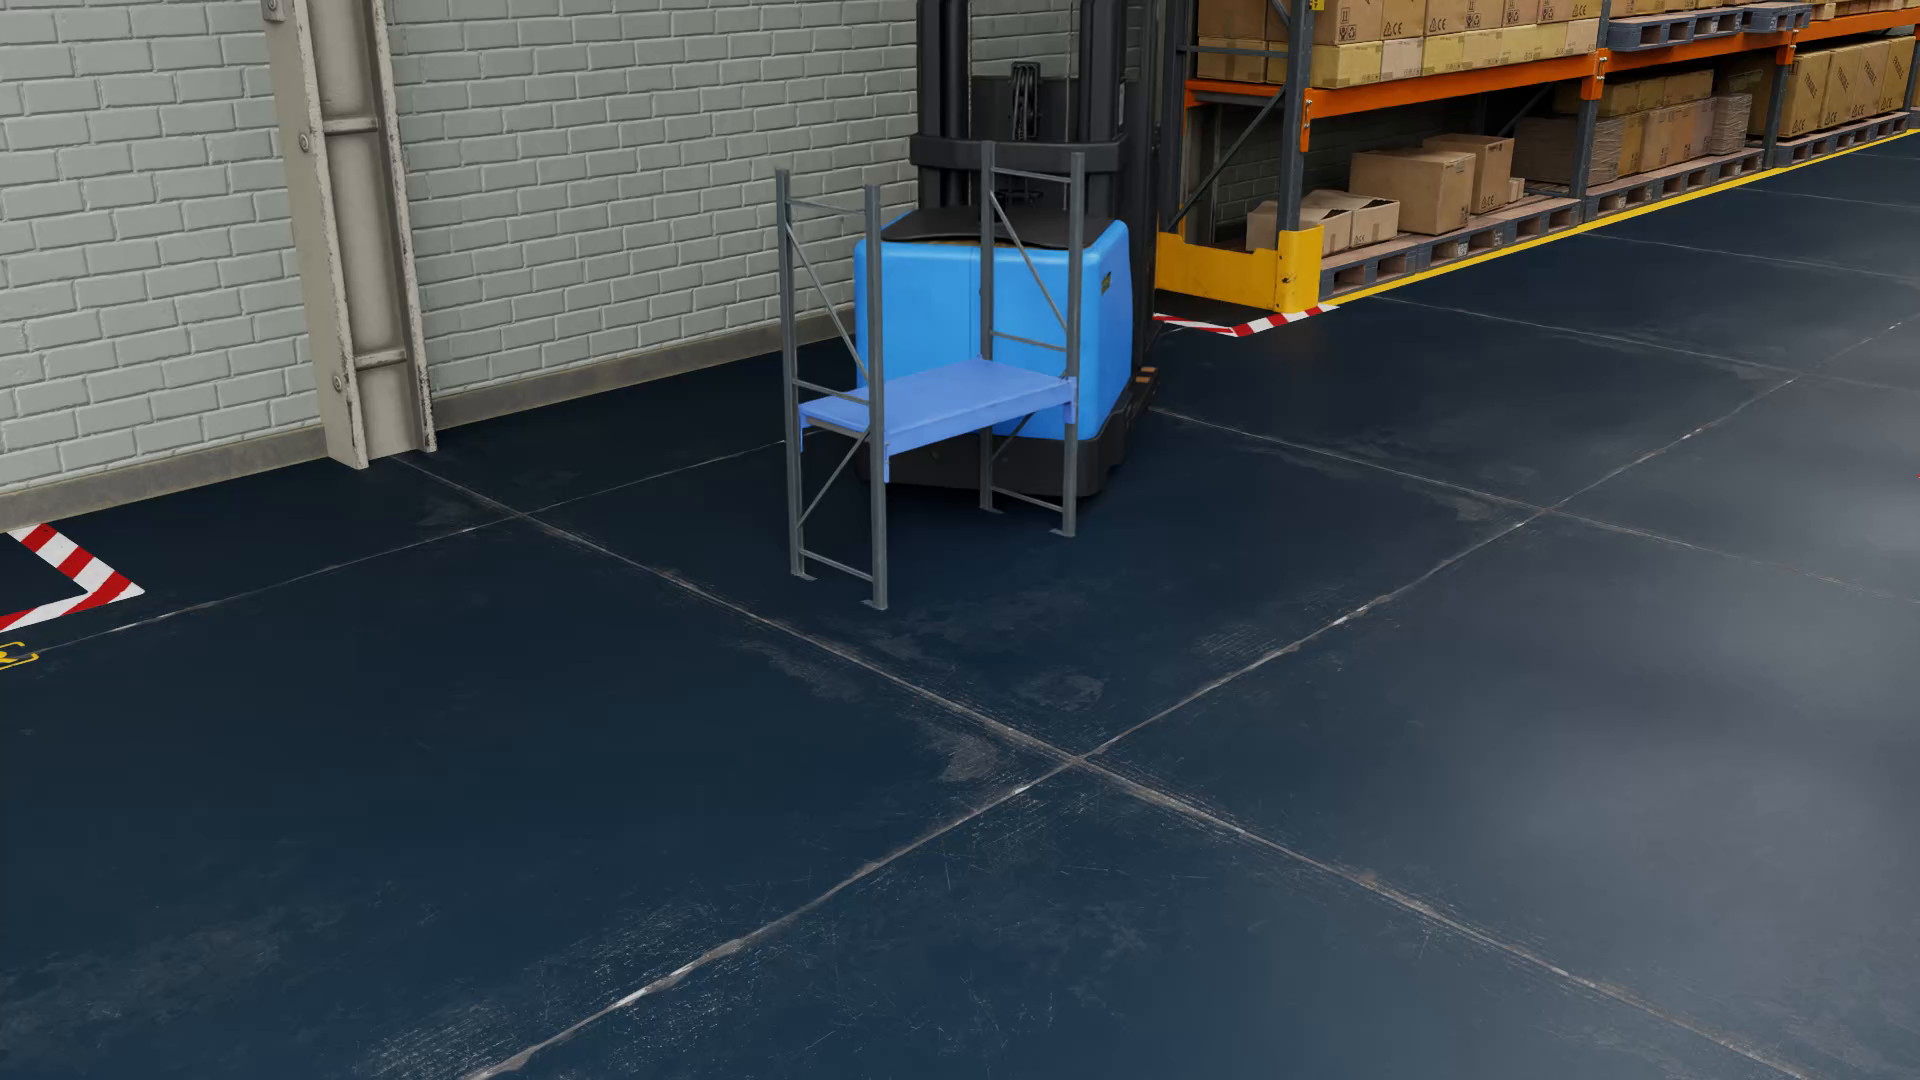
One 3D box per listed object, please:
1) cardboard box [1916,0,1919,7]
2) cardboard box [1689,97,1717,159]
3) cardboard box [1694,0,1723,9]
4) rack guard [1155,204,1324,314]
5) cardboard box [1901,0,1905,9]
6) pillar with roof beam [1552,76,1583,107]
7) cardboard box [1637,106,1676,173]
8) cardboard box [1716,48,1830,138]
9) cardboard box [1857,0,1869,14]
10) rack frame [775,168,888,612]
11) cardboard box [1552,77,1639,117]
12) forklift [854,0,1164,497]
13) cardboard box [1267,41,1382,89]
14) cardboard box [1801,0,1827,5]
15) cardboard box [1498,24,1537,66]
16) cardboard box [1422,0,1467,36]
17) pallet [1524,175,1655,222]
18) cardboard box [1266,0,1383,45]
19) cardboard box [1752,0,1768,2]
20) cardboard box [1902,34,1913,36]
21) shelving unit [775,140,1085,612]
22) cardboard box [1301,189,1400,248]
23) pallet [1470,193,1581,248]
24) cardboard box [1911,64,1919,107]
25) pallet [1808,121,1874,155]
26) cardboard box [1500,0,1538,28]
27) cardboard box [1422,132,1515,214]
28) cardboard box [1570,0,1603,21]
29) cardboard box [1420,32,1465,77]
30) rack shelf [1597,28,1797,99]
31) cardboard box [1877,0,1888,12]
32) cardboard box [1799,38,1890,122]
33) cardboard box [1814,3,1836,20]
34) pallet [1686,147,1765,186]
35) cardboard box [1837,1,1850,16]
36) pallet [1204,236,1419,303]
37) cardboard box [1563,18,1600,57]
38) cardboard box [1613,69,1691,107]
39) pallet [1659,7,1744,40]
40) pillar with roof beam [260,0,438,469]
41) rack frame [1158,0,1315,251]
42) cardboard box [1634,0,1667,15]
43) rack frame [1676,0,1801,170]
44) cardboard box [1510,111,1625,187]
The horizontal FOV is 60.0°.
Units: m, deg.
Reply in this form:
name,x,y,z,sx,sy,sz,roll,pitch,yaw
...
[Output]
name,x,y,z,sx,sy,sz,roll,pitch,yaw
cardboard box,10.007,-5.767,17.720,0.380,0.149,0.250,20,28,41
cardboard box,6.342,-3.742,14.999,0.700,0.500,0.500,19,28,41
cardboard box,6.075,-4.807,14.149,0.700,0.500,0.500,19,28,41
rack guard,1.721,-1.801,10.563,1.175,0.500,0.348,19,28,41
cardboard box,9.635,-5.641,17.392,0.250,0.149,0.380,-19,28,-40
pillar with roof beam,8.807,-6.610,11.228,9.100,9.000,0.400,19,28,41
cardboard box,5.670,-3.475,14.305,0.700,0.500,0.500,20,28,41
cardboard box,7.856,-4.353,16.131,0.750,0.750,0.750,19,28,40
cardboard box,8.895,-5.386,16.729,0.250,0.149,0.380,-19,28,-40
rack frame,-0.446,-0.511,5.815,0.500,1.500,0.032,20,28,41
cardboard box,5.265,-3.672,13.774,0.500,0.250,0.500,19,28,40
forklift,0.402,-2.040,7.796,1.130,2.935,3.031,5,22,13
cardboard box,2.236,-2.933,10.207,0.500,0.250,0.500,18,28,39
cardboard box,7.771,-5.260,15.497,0.500,0.500,0.500,-19,28,-40
cardboard box,3.652,-3.459,11.574,0.500,0.250,0.500,19,28,40
cardboard box,2.934,-3.541,10.742,0.500,0.500,0.500,18,27,39
pallet,5.001,-2.875,13.761,1.003,0.211,1.213,19,28,41
cardboard box,2.217,-3.285,10.076,0.500,0.500,0.500,19,28,41
cardboard box,6.928,-5.133,14.996,0.700,0.500,0.500,15,26,35
cardboard box,11.474,-5.944,19.852,0.380,0.149,0.250,20,28,41
shelving unit,-0.088,-0.641,6.152,0.538,1.500,1.048,20,28,41
cardboard box,2.613,-2.200,11.253,0.500,0.311,0.500,-17,27,-38
pallet,4.016,-2.493,12.767,1.003,0.211,1.213,19,28,41
cardboard box,10.635,-5.229,18.896,0.700,0.500,0.500,20,29,41
pallet,8.704,-4.199,17.204,1.003,0.211,1.213,19,28,41
cardboard box,3.647,-3.810,11.443,0.500,0.500,0.500,18,28,39
cardboard box,3.763,-2.738,12.388,0.500,0.500,0.500,17,27,37
cardboard box,4.350,-4.067,12.110,0.500,0.500,0.500,19,28,41
cardboard box,2.948,-3.200,10.900,0.500,0.250,0.500,19,28,40
rack shelf,5.854,-4.155,14.205,1.077,0.370,4.000,19,28,41
cardboard box,9.274,-5.512,17.057,0.380,0.149,0.250,19,28,41
cardboard box,9.061,-4.796,17.284,0.750,0.750,0.750,-19,28,-40
cardboard box,8.073,-5.033,15.810,0.250,0.149,0.380,-19,28,-40
pallet,6.703,-3.502,15.393,1.003,0.211,1.213,19,28,41
cardboard box,8.522,-5.261,16.403,0.250,0.149,0.380,-20,28,-41
pallet,2.313,-1.866,11.135,1.003,0.211,1.213,19,28,41
cardboard box,4.345,-3.718,12.248,0.500,0.250,0.500,19,28,41
cardboard box,5.986,-3.931,14.446,0.500,0.250,0.500,19,28,40
pallet,5.898,-4.396,14.098,1.003,0.211,1.213,19,28,41
pillar with roof beam,0.436,-3.525,3.203,9.100,9.000,0.400,19,28,41
rack frame,1.668,-2.948,10.064,1.000,3.000,0.127,19,28,41
cardboard box,5.233,-4.492,13.329,0.500,0.500,0.700,-17,27,-37
rack frame,7.249,-5.005,15.414,1.000,3.000,0.127,19,28,41
cardboard box,4.960,-3.208,13.611,0.500,0.500,0.700,-19,28,-40
